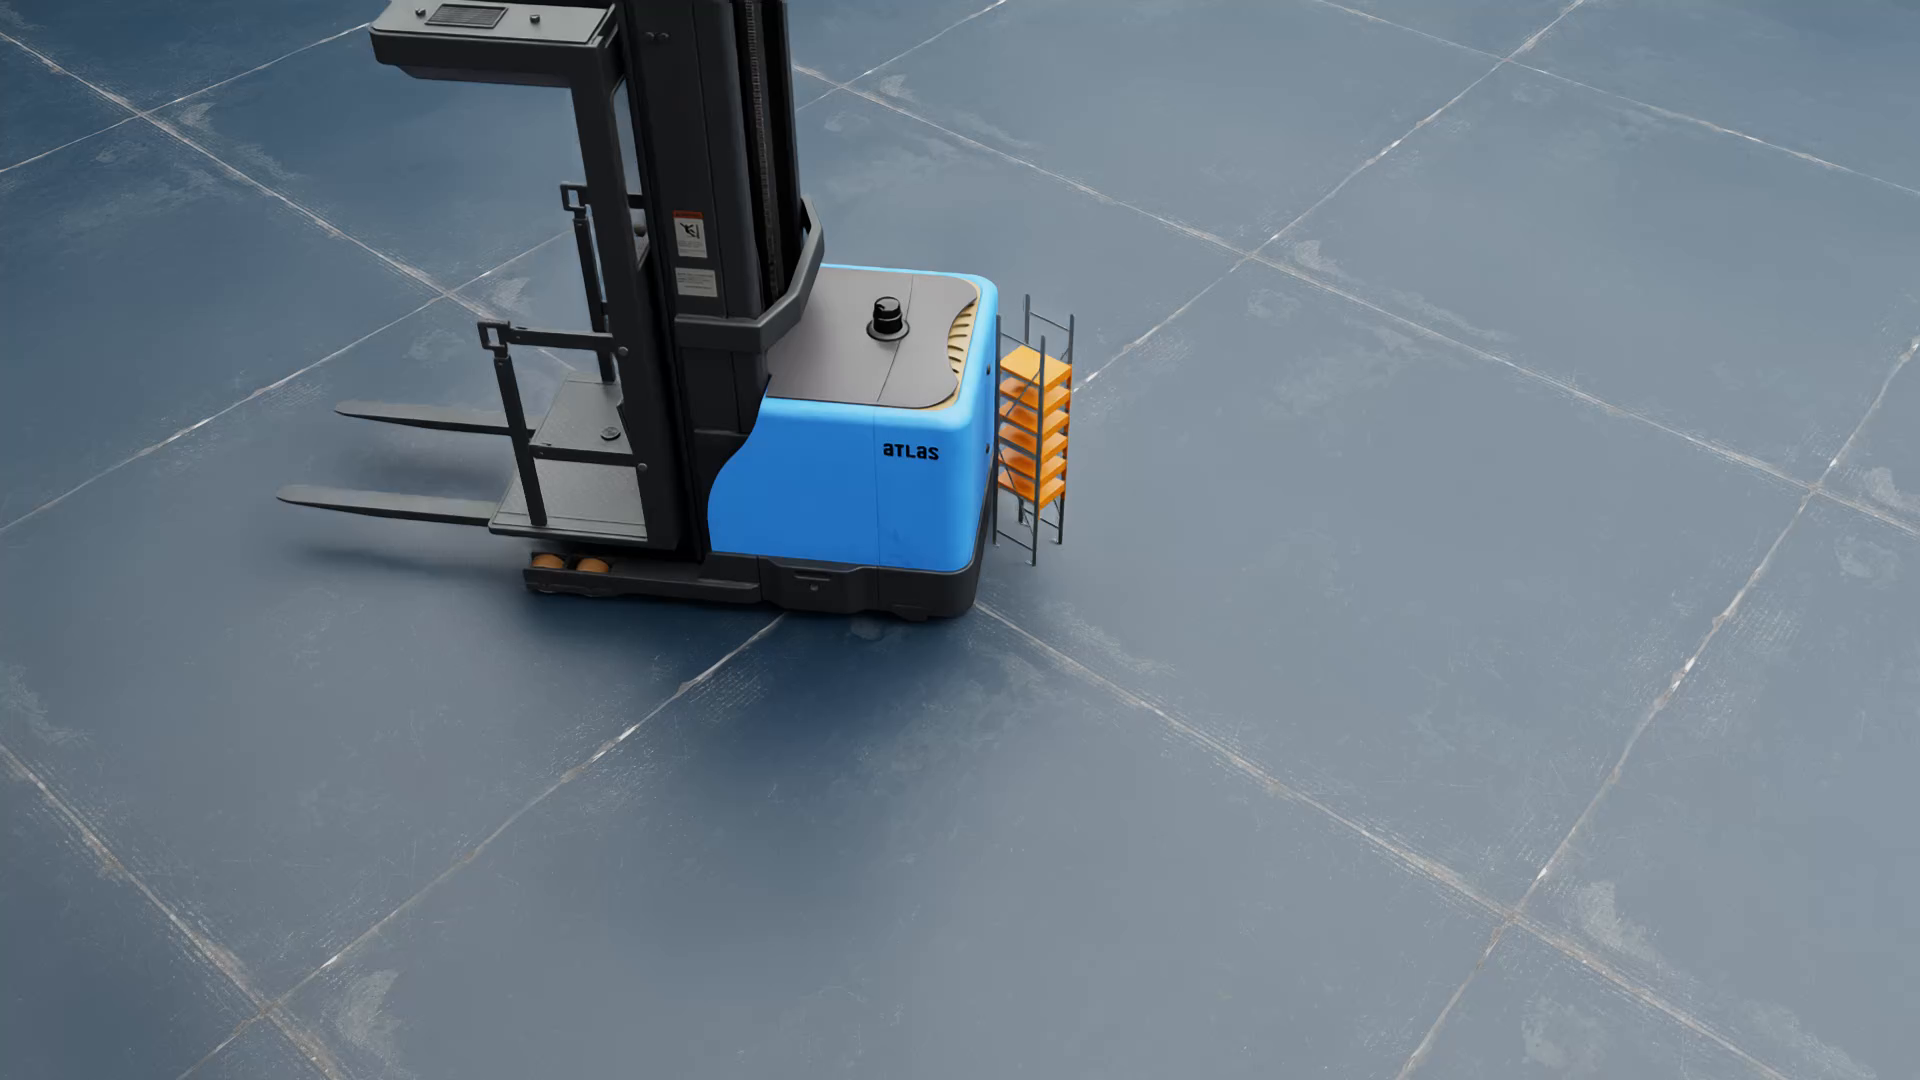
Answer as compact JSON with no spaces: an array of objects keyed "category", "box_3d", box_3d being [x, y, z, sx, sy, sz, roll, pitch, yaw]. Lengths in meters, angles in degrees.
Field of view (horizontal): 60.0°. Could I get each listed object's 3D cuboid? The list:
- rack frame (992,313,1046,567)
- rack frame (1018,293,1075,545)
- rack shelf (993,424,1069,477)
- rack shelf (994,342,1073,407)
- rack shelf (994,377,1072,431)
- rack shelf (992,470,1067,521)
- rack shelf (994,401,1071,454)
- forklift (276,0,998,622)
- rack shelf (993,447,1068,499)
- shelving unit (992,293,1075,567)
[{"category":"rack frame","box_3d":[0.234,-0.380,6.776,0.240,1.200,0.006,29,50,28]},{"category":"rack frame","box_3d":[0.351,-0.474,6.879,0.240,1.200,0.006,29,50,28]},{"category":"rack shelf","box_3d":[0.293,-0.394,6.857,0.258,0.103,0.180,29,50,28]},{"category":"rack shelf","box_3d":[0.293,-0.660,6.615,0.258,0.103,0.180,29,50,28]},{"category":"rack shelf","box_3d":[0.293,-0.571,6.696,0.258,0.103,0.180,29,50,28]},{"category":"rack shelf","box_3d":[0.293,-0.216,7.019,0.258,0.103,0.180,29,50,28]},{"category":"rack shelf","box_3d":[0.293,-0.483,6.777,0.258,0.103,0.180,29,50,28]},{"category":"forklift","box_3d":[-1.388,-1.191,6.382,3.031,2.935,1.130,5,43,6]},{"category":"rack shelf","box_3d":[0.293,-0.305,6.938,0.258,0.103,0.180,29,50,28]},{"category":"shelving unit","box_3d":[0.293,-0.427,6.827,0.258,1.200,0.189,29,50,28]}]
